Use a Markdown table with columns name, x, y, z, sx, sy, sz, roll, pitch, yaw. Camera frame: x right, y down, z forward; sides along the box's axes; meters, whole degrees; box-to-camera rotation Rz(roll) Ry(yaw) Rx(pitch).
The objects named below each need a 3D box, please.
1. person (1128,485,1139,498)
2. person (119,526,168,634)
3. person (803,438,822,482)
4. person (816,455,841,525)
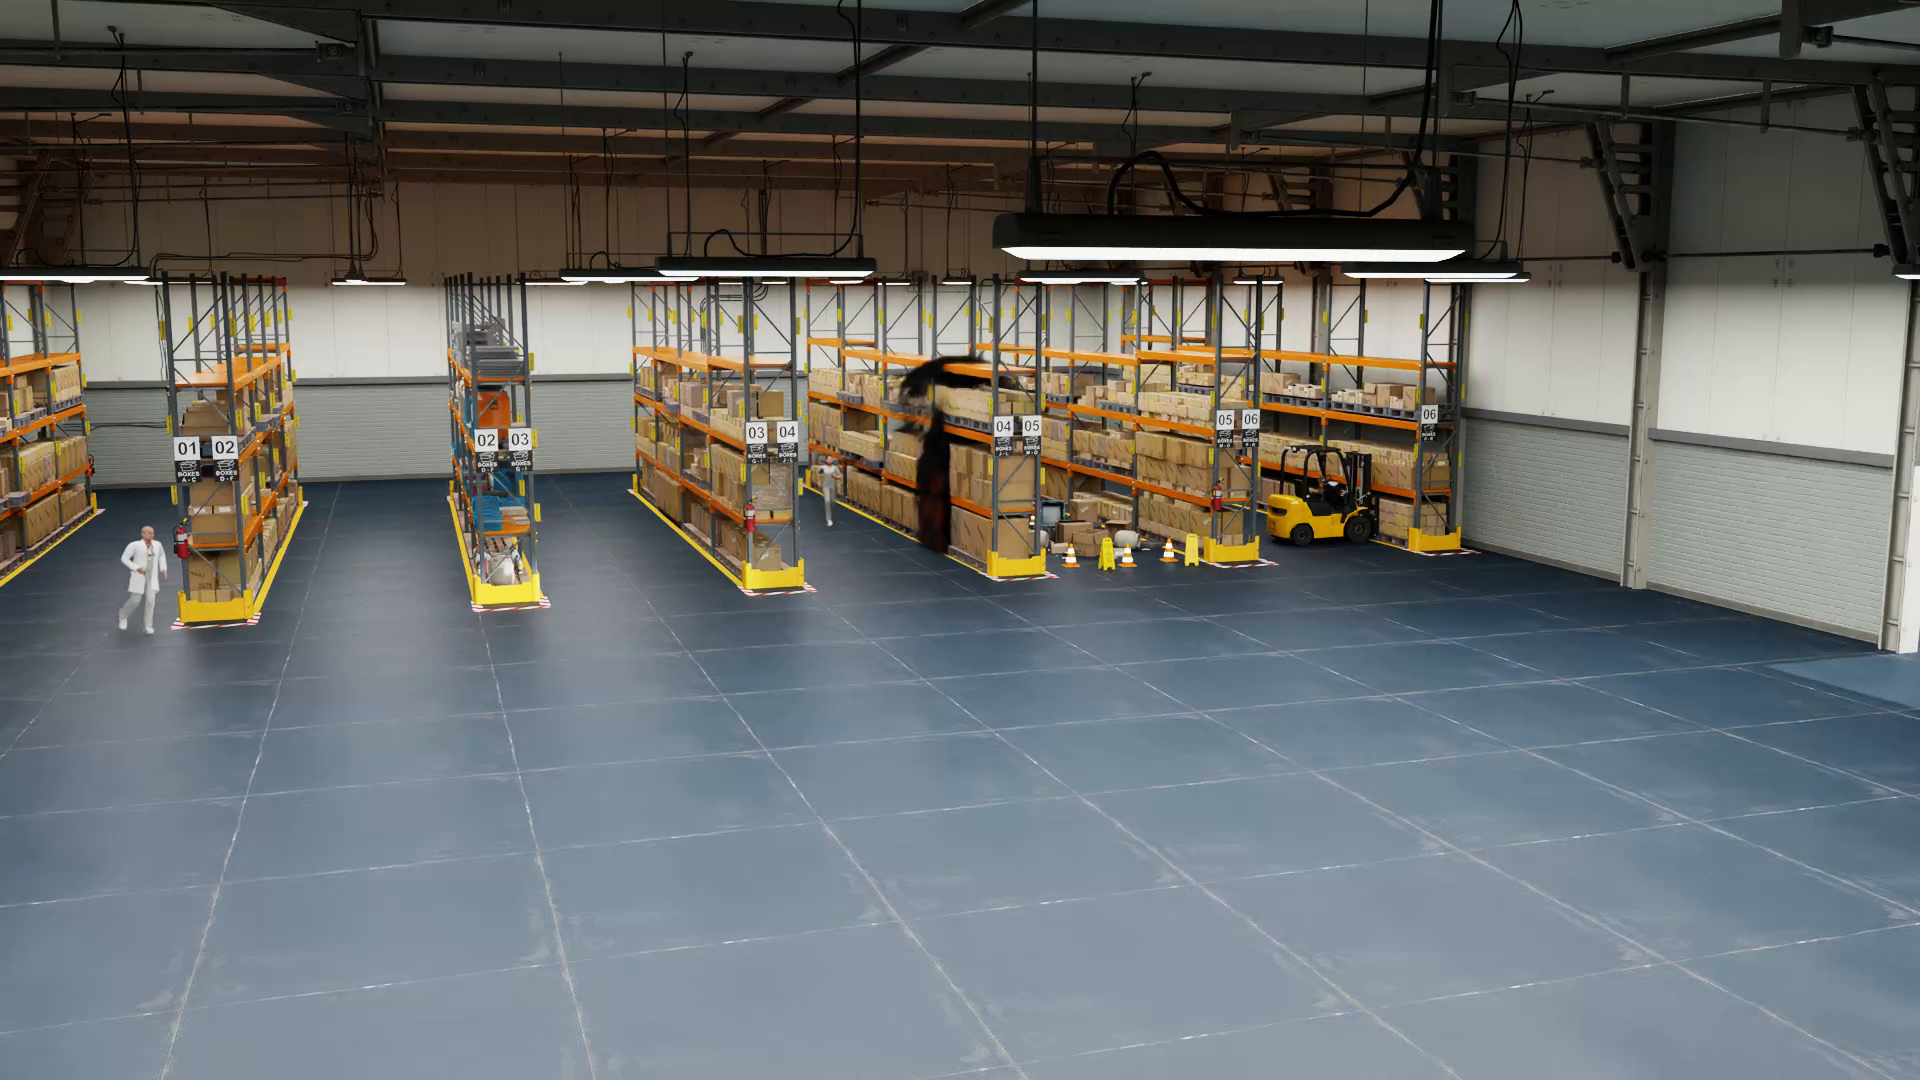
| name | x | y | z | sx | sy | sz | roll | pitch | yaw |
| --- | --- | --- | --- | --- | --- | --- | --- | --- | --- |
| person | 4.601 | -1.574 | 43.408 | 0.541 | 1.560 | 0.549 | -3 | 9 | -19 |
| person | -13.663 | 0.645 | 27.946 | 0.956 | 1.755 | 0.774 | 7 | 11 | 38 |
| person | -4.324 | -2.637 | 49.673 | 0.957 | 1.733 | 0.660 | -6 | 11 | -36 |
| person | -3.194 | -1.253 | 40.635 | 0.553 | 1.682 | 0.907 | -3 | 9 | -17 |
